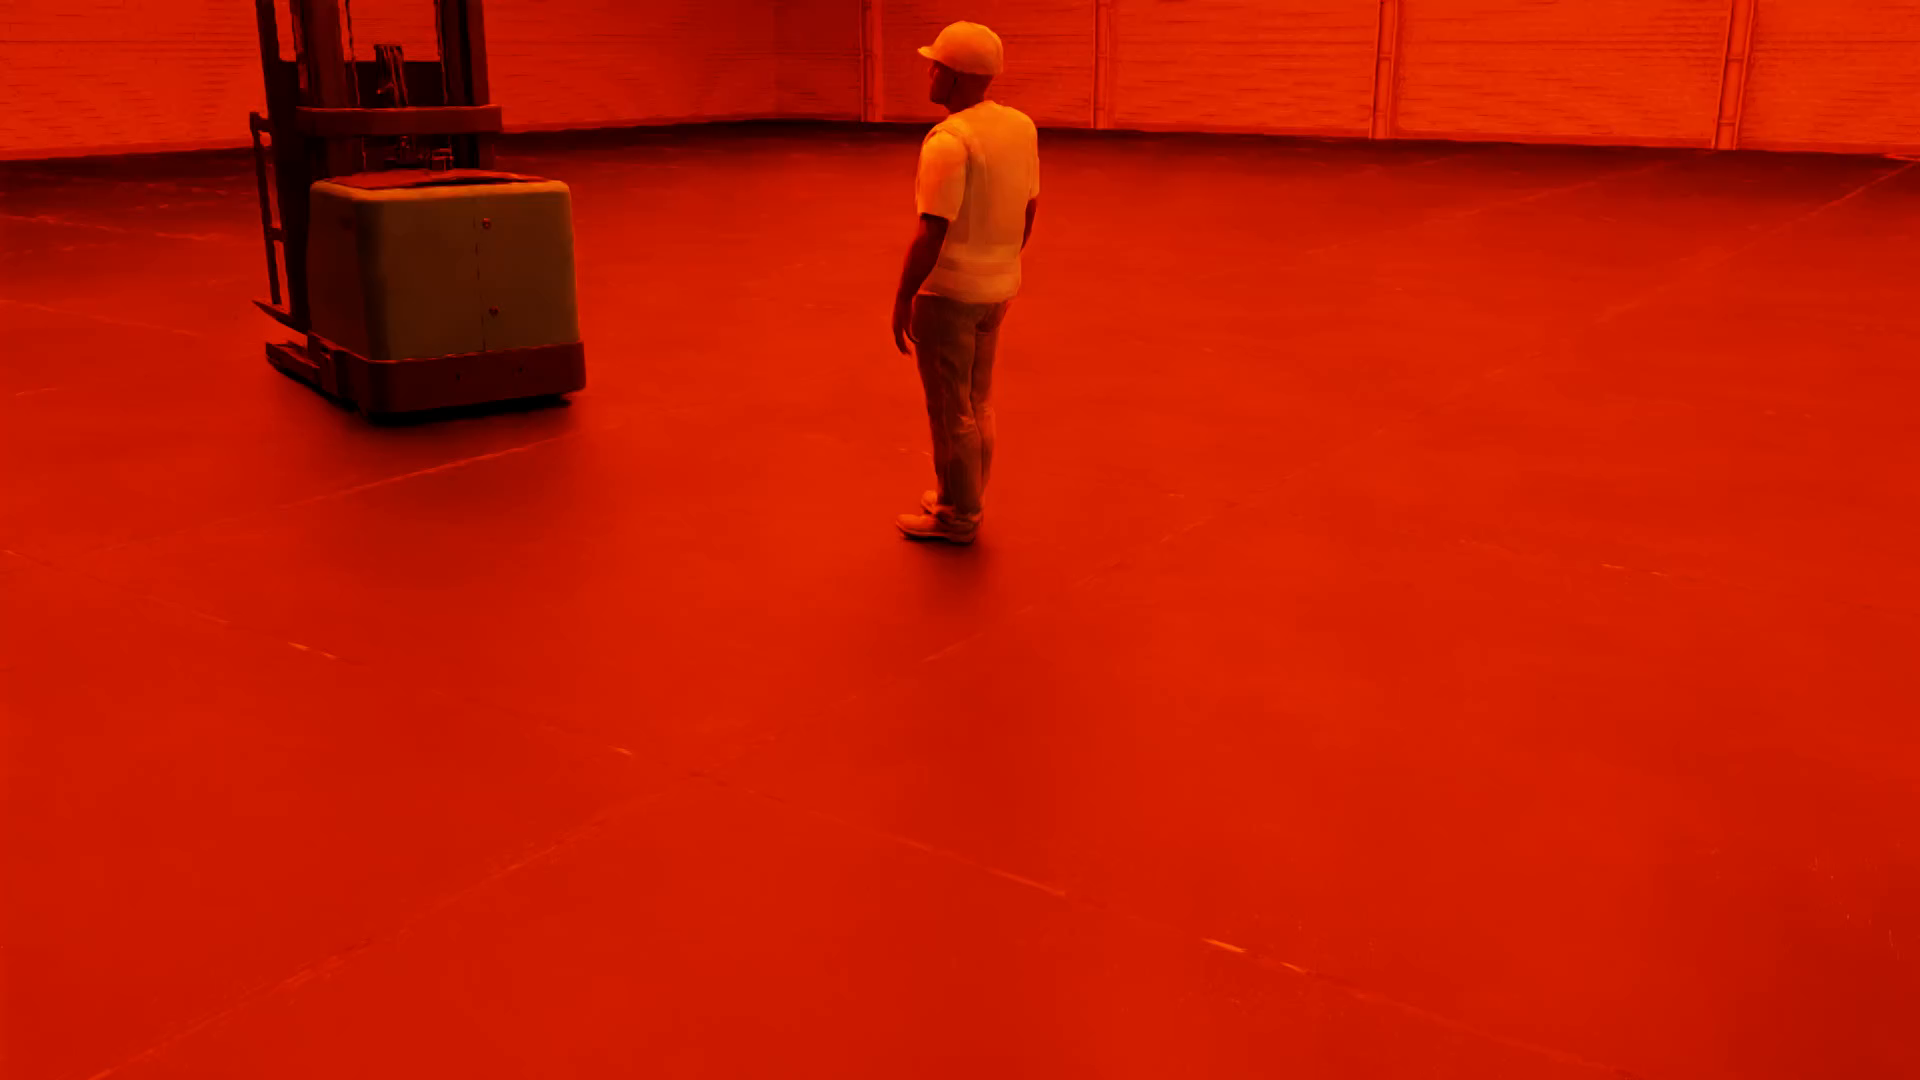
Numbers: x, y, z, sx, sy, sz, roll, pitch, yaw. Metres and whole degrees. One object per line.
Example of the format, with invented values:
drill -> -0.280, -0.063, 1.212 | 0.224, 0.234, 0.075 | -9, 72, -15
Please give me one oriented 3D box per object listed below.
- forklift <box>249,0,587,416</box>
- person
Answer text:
forklift -> -3.112, -2.346, 8.679 | 1.130, 2.935, 3.031 | -12, 20, -34
person -> -0.054, -0.865, 5.736 | 0.576, 1.766, 0.665 | 11, 20, 33
